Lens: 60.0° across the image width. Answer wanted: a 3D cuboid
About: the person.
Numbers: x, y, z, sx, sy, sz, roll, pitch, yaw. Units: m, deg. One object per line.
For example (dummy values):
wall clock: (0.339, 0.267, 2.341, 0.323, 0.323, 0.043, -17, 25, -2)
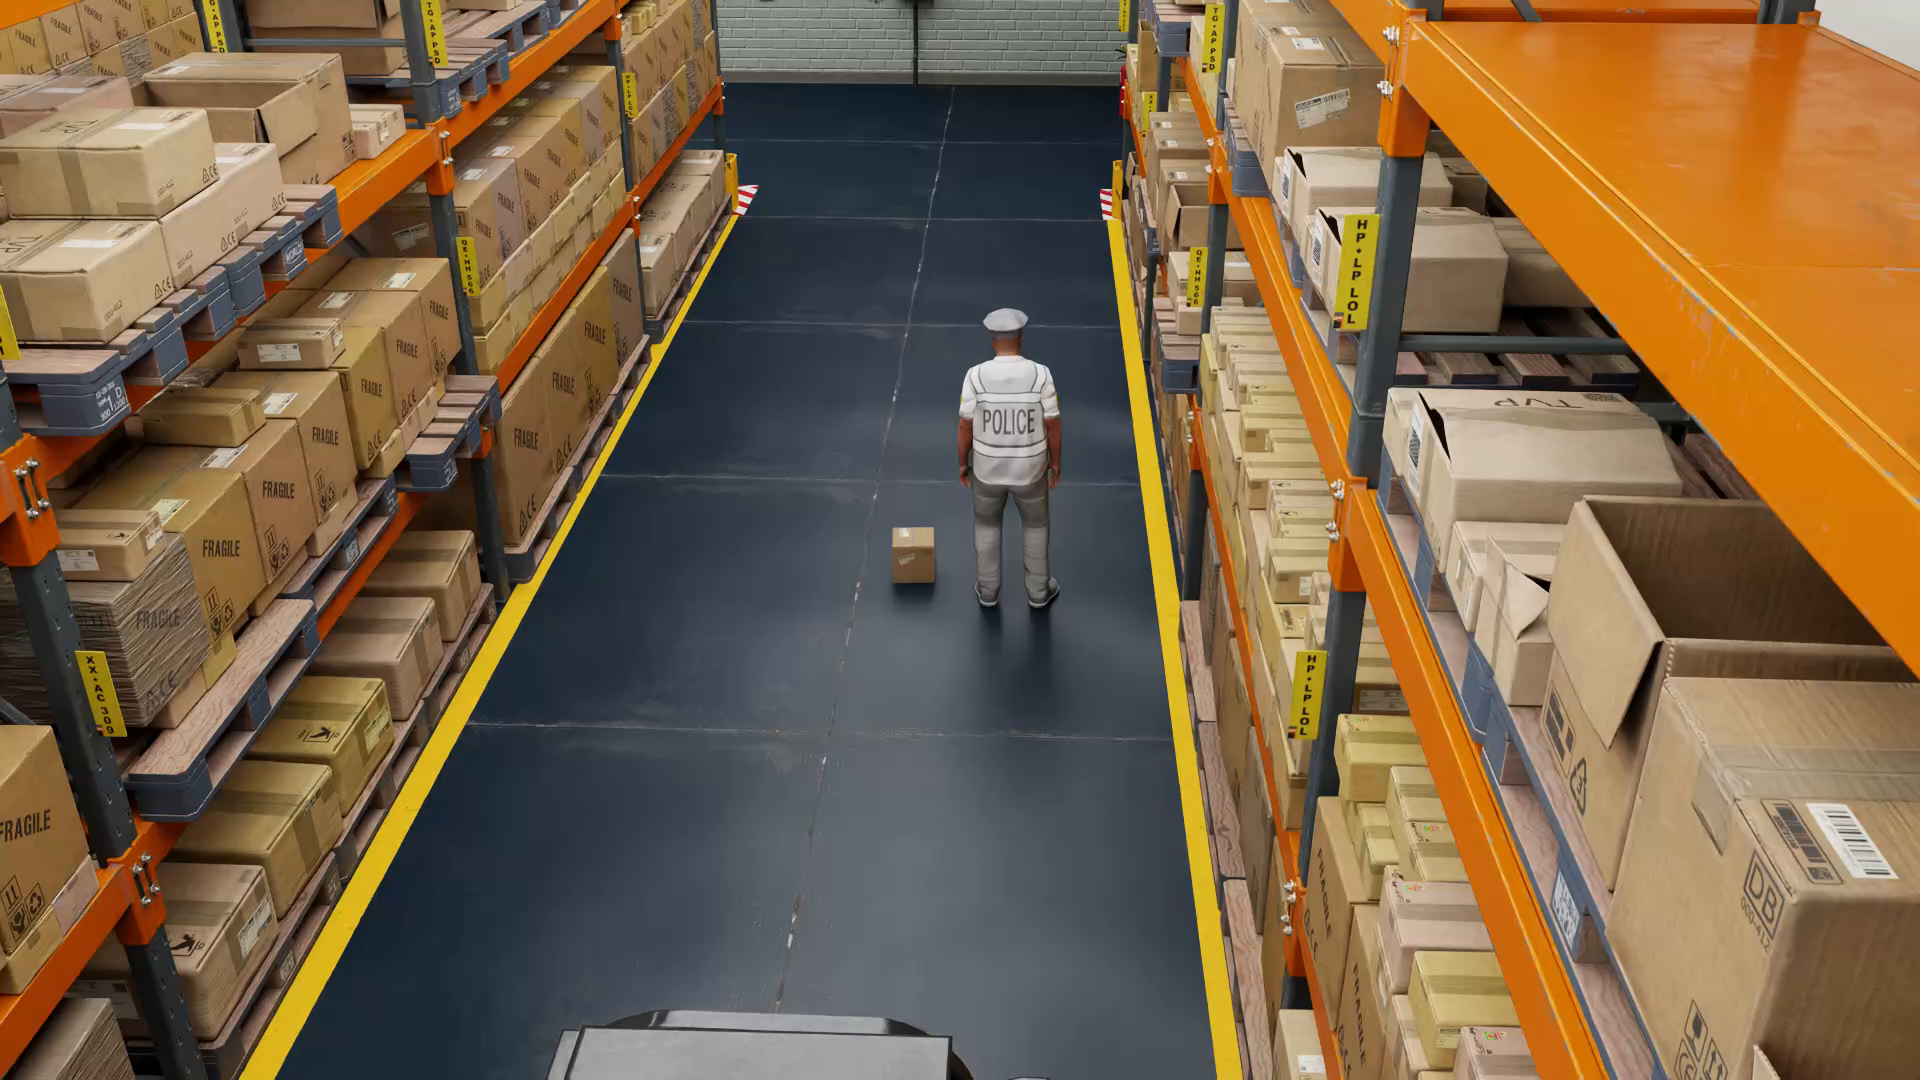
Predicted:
person: (0.336, -0.442, 9.452, 0.500, 1.747, 0.329, 1, 28, 2)
